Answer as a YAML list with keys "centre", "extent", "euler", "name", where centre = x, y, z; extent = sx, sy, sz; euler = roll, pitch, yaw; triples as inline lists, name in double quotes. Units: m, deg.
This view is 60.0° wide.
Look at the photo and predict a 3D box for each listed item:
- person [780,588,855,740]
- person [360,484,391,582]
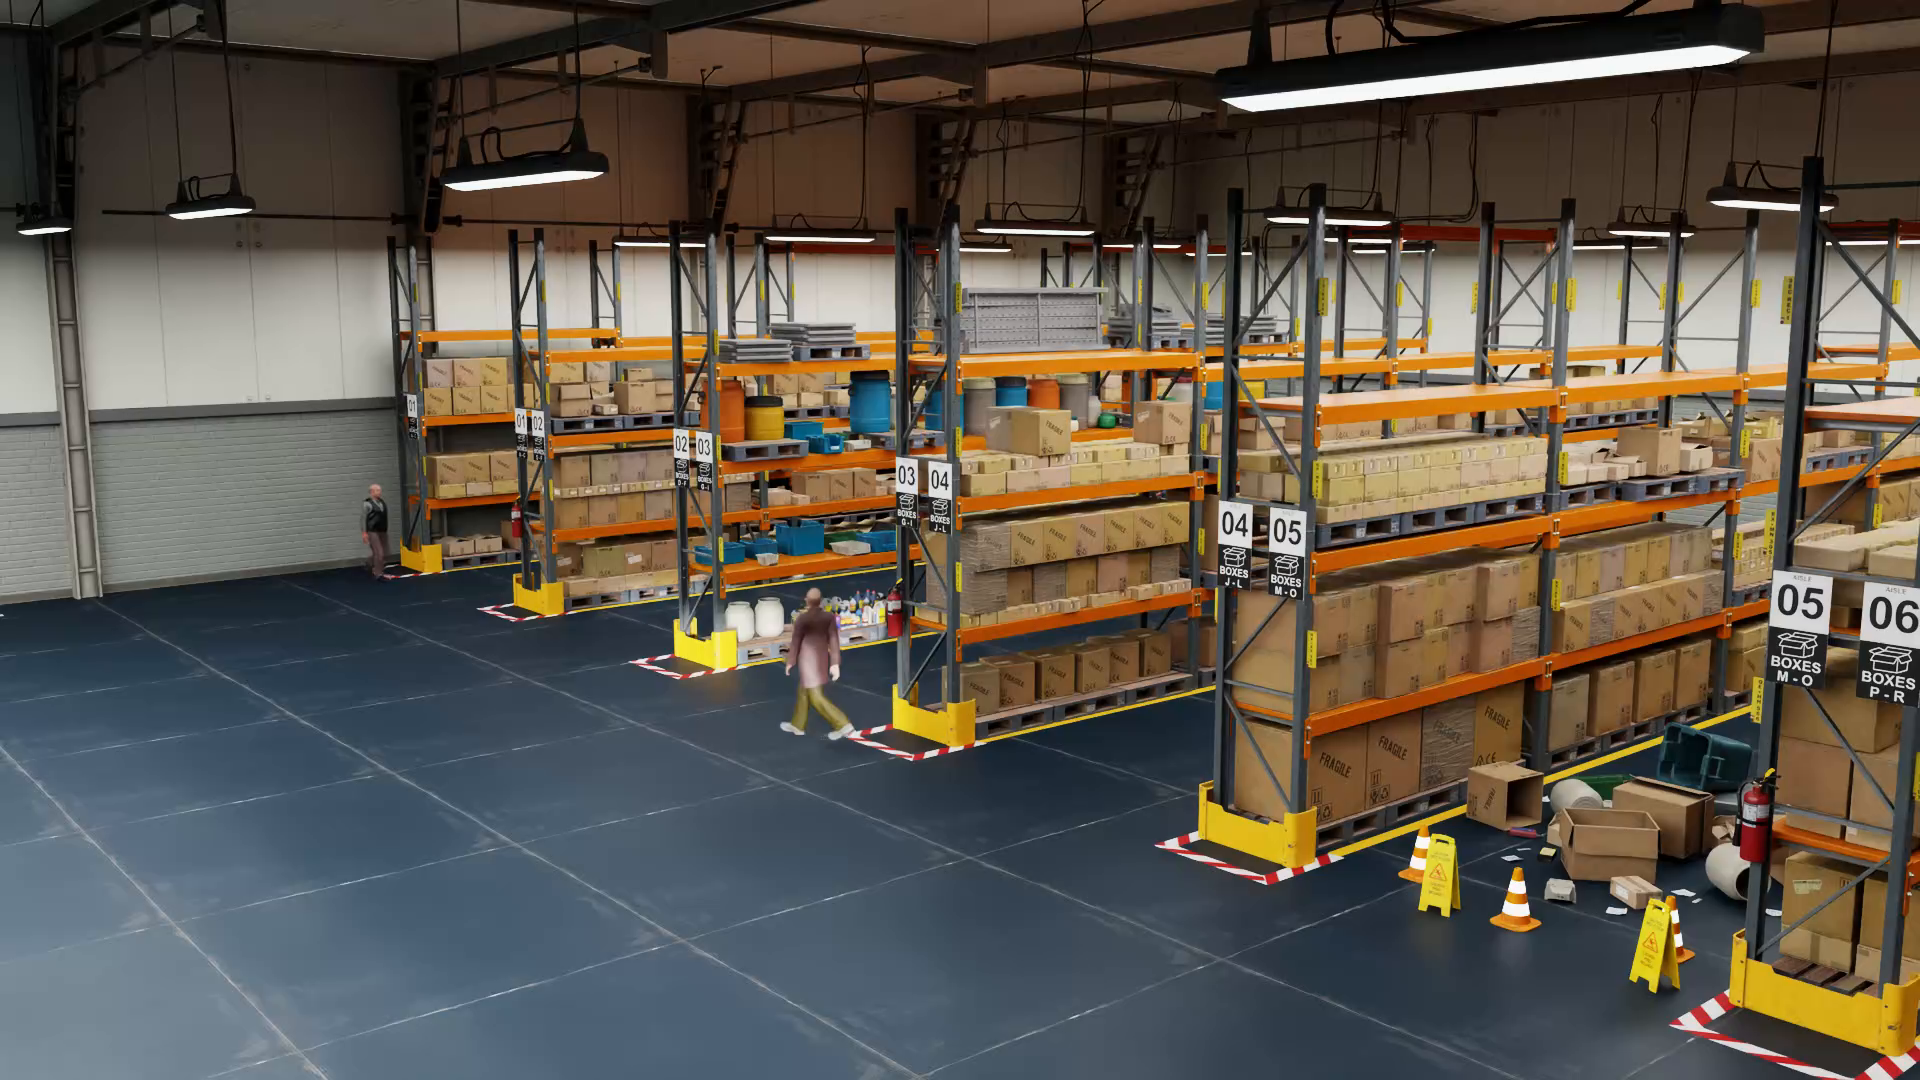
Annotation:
- centre: [-1.648, 1.414, 18.867]
  extent: [1.103, 1.747, 0.515]
  euler: [4, 10, 23]
  name: "person"
- centre: [-10.233, -0.126, 28.996]
  extent: [0.698, 1.702, 0.583]
  euler: [4, 10, 26]
  name: "person"
